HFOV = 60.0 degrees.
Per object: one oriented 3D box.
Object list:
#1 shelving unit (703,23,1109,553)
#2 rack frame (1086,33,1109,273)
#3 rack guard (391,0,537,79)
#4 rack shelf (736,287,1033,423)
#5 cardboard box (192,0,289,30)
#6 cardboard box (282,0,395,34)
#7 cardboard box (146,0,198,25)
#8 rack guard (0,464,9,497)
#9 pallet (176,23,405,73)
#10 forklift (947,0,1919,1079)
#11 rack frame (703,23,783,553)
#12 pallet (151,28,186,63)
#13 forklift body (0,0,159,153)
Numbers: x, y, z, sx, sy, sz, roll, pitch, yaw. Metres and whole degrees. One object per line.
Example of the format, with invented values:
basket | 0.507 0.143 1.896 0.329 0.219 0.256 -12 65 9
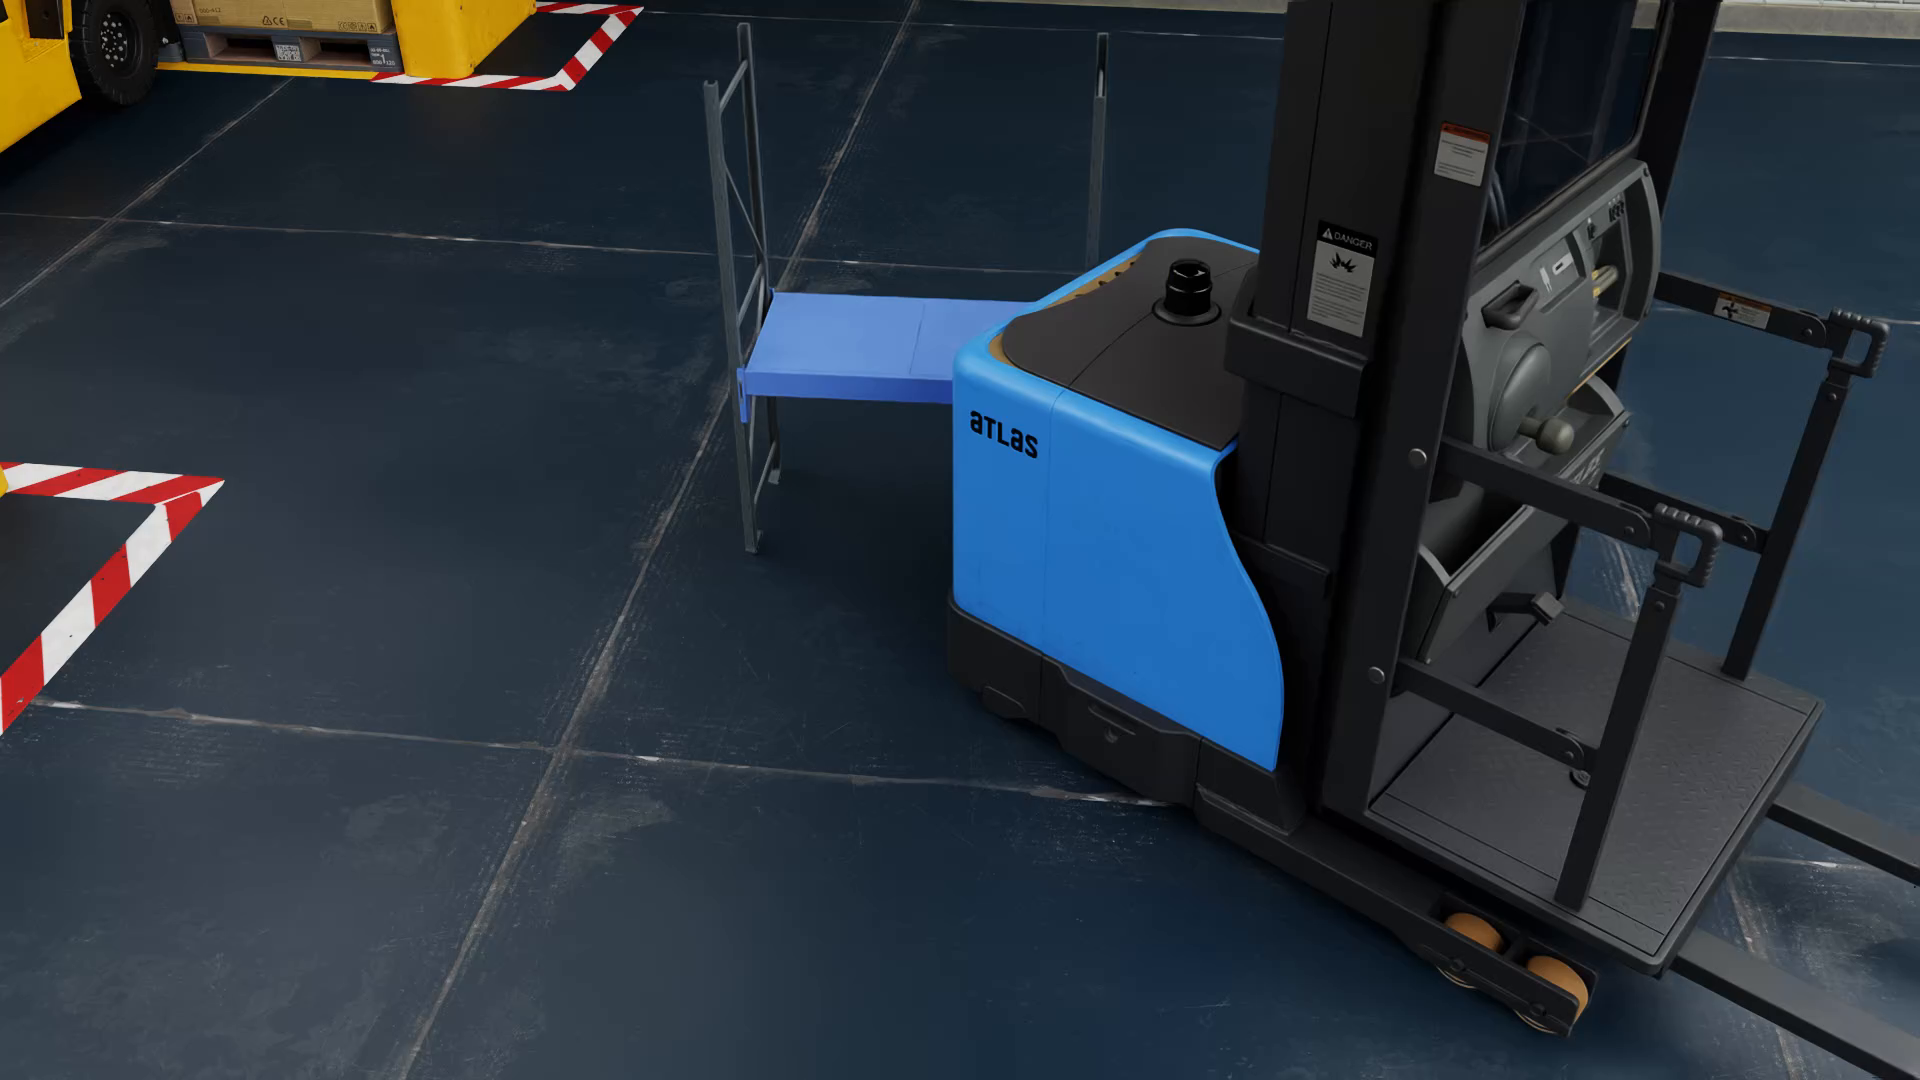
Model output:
shelving unit | -0.127 -0.691 4.927 1.048 1.500 0.538 3 36 4
rack frame | 0.380 -0.665 4.891 0.032 1.500 0.500 3 36 4
rack guard | -2.649 -2.927 8.921 0.348 0.500 1.175 4 36 6
rack shelf | -0.127 -0.544 5.031 1.000 0.185 0.538 3 36 4
cardboard box | -3.671 -2.893 8.727 0.500 0.250 0.500 4 36 6
cardboard box | -3.179 -2.851 8.668 0.500 0.250 0.500 5 36 6
cardboard box | -4.167 -2.935 8.786 0.500 0.250 0.500 5 36 6
rack guard | -3.377 -0.074 4.924 0.348 0.500 1.175 4 36 6
pallet | -3.437 -2.844 9.053 1.213 0.211 1.003 4 36 6
forklift | 1.417 -0.445 3.351 3.031 2.935 1.130 26 43 32
rack frame | -0.633 -0.716 4.962 0.032 1.500 0.500 3 36 4
pallet | -4.644 -2.936 9.182 1.213 0.211 1.003 4 36 6
forklift body | -4.786 -2.690 7.168 1.214 2.155 2.313 4 36 6
